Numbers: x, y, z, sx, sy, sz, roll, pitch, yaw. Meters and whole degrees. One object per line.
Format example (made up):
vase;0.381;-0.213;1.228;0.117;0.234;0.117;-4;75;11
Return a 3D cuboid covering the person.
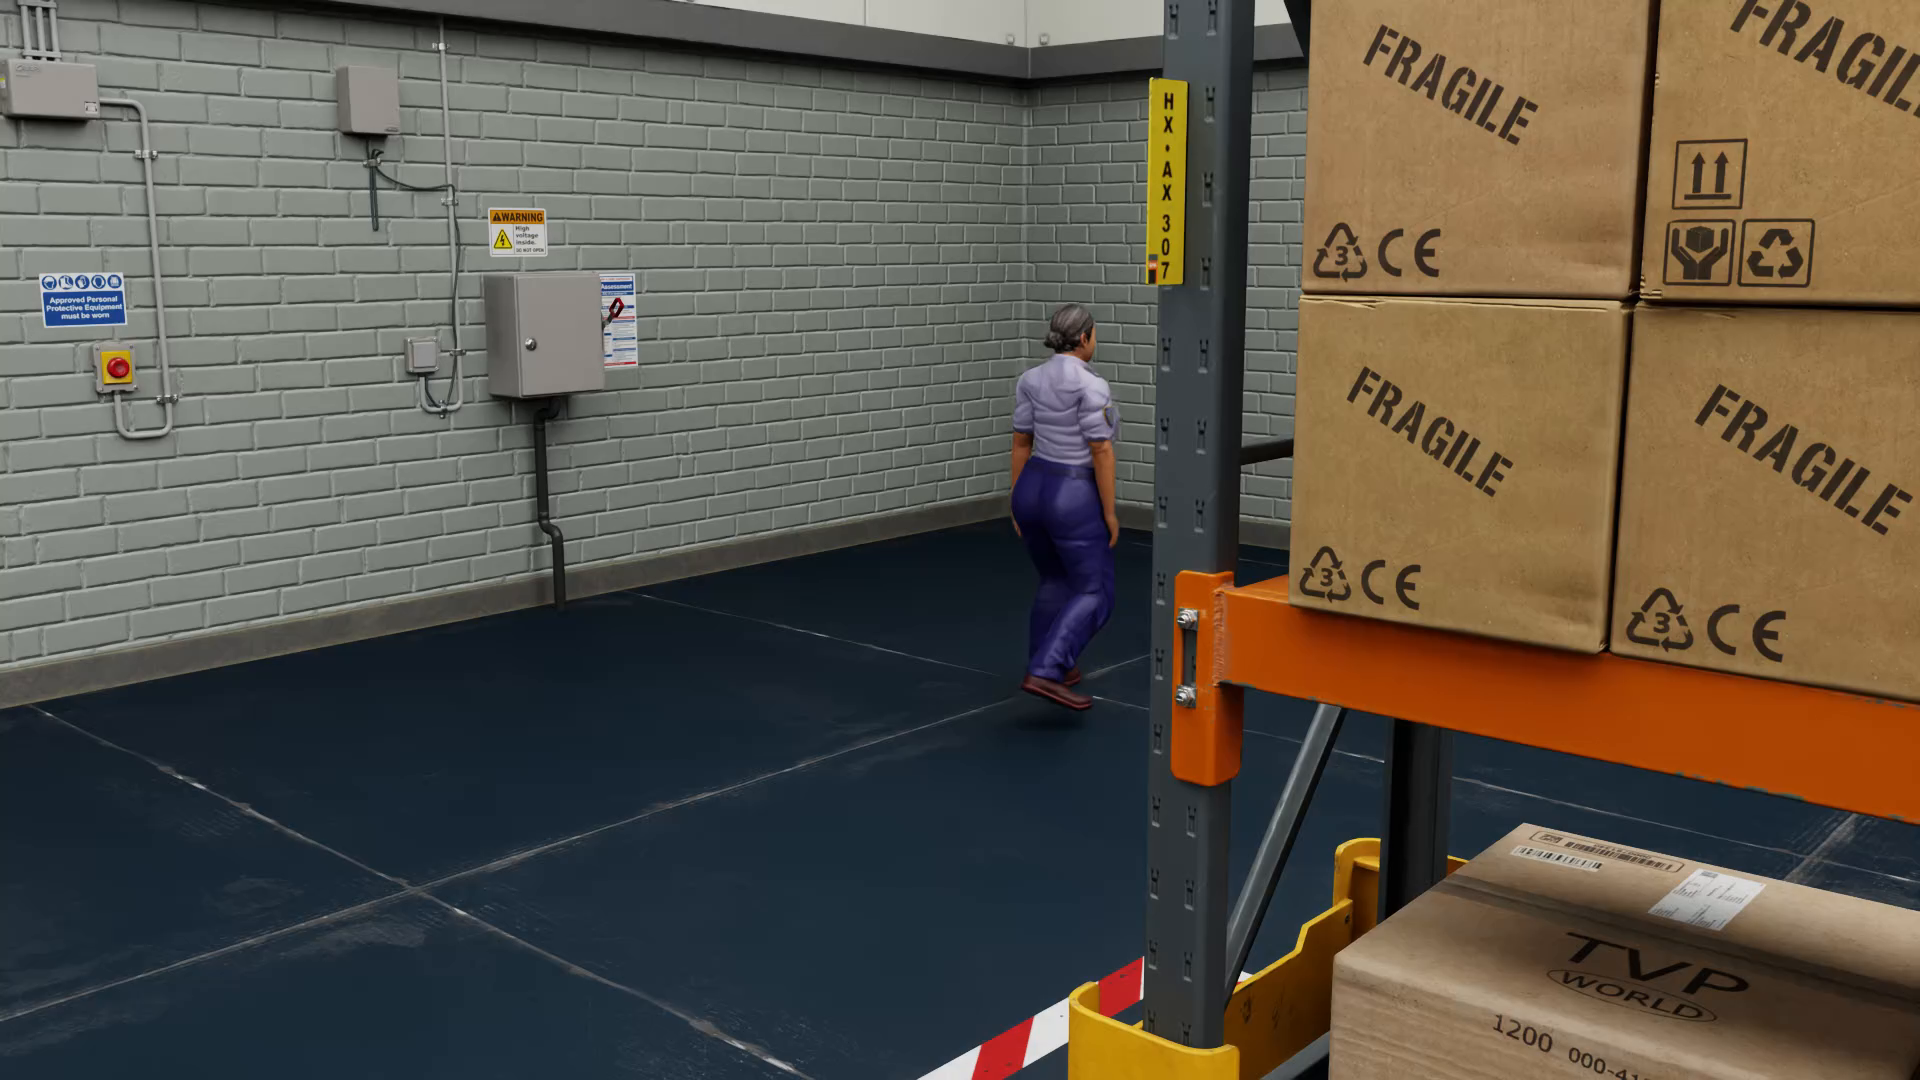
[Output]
person;0.404;-0.128;6.681;0.698;1.622;0.577;-10;14;-44
